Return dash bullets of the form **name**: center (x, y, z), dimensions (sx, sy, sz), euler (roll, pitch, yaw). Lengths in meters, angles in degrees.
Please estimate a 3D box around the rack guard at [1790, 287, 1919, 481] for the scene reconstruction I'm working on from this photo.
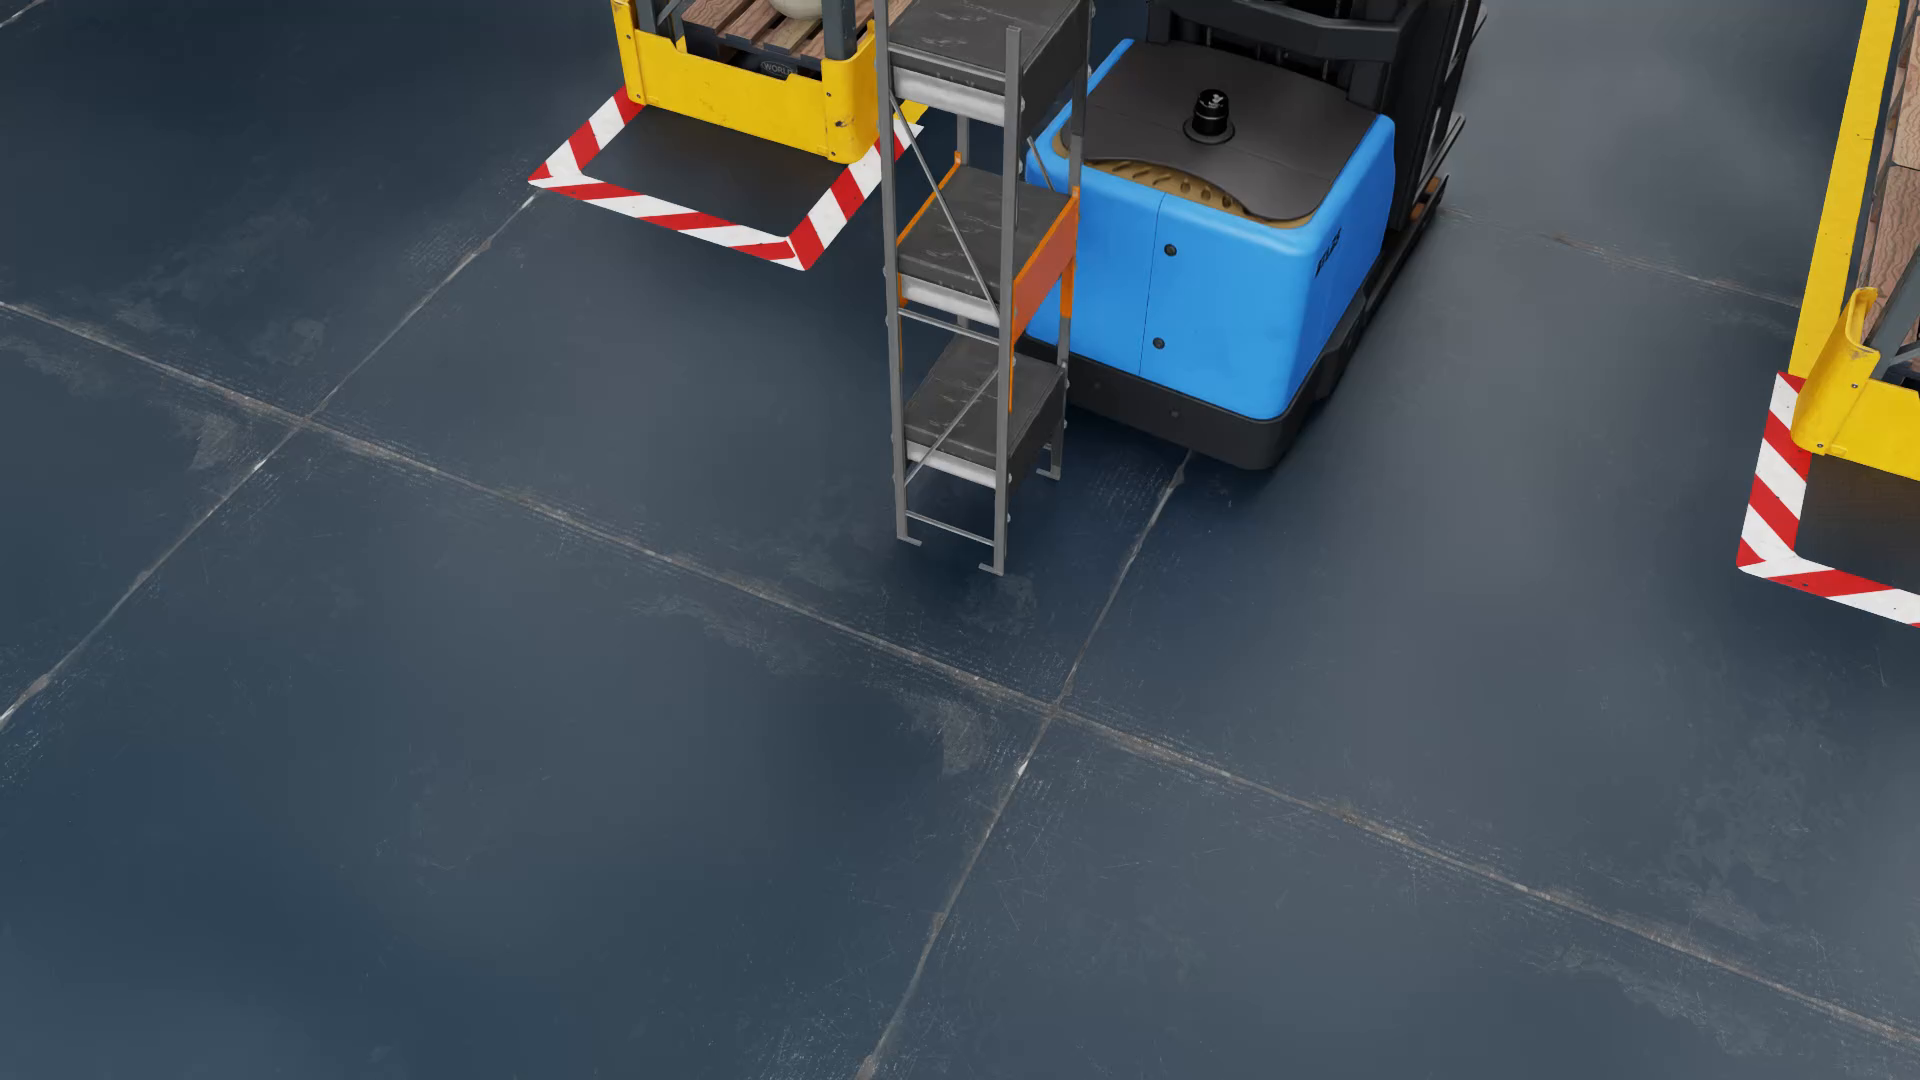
- **rack guard**: center (3.612, -0.437, 5.793), dimensions (1.175, 0.500, 0.348), euler (20, 52, 16)

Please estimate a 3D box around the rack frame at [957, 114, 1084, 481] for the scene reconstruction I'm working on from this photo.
- **rack frame**: center (0.175, -0.962, 5.190), dimensions (0.400, 2.100, 0.015), euler (20, 52, 16)

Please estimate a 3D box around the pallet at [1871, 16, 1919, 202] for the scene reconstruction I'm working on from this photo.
- **pallet**: center (4.514, -1.728, 7.082), dimensions (1.003, 0.211, 1.213), euler (20, 52, 16)

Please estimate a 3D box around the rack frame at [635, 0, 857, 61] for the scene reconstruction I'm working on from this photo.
- **rack frame**: center (-0.899, -2.806, 6.168), dimensions (1.000, 3.000, 0.127), euler (20, 52, 16)

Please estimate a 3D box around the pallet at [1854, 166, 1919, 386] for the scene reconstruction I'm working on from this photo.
- **pallet**: center (3.991, -0.891, 6.370), dimensions (1.003, 0.211, 1.213), euler (20, 52, 16)

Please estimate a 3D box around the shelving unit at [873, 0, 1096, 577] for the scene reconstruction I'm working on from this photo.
- **shelving unit**: center (0.071, -0.794, 5.047), dimensions (0.431, 2.100, 0.503), euler (20, 52, 16)

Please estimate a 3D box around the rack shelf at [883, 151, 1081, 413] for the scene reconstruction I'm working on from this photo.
- **rack shelf**: center (0.071, -0.786, 5.058), dimensions (0.431, 0.518, 0.480), euler (20, 52, 16)

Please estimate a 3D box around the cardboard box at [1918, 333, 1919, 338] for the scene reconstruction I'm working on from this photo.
- **cardboard box**: center (3.862, -0.945, 5.950), dimensions (0.500, 0.500, 0.500), euler (29, 55, 22)

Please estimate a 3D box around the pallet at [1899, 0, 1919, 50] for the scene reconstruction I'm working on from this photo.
- **pallet**: center (5.034, -2.571, 7.799), dimensions (1.003, 0.211, 1.213), euler (20, 52, 16)

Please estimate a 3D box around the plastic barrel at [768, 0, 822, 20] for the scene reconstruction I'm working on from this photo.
- **plastic barrel**: center (-0.686, -2.614, 7.363), dimensions (0.421, 0.512, 0.421), euler (0, 50, 0)

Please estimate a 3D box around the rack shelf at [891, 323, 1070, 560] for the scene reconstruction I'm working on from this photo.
- **rack shelf**: center (0.071, -0.332, 5.591), dimensions (0.431, 0.518, 0.480), euler (20, 52, 16)

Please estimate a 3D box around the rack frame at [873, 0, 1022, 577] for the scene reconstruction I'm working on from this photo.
- **rack frame**: center (-0.034, -0.626, 4.904), dimensions (0.400, 2.100, 0.015), euler (20, 52, 16)

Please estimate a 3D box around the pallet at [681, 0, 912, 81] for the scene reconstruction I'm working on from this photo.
- **pallet**: center (-0.557, -2.528, 7.762), dimensions (1.003, 0.211, 1.213), euler (20, 52, 16)

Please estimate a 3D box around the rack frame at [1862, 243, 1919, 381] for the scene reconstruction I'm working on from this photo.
- **rack frame**: center (3.580, -1.195, 4.797), dimensions (1.000, 3.000, 0.127), euler (20, 52, 16)

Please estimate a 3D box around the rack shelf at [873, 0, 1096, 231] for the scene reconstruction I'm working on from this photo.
- **rack shelf**: center (0.071, -1.239, 4.525), dimensions (0.431, 0.518, 0.480), euler (20, 52, 16)

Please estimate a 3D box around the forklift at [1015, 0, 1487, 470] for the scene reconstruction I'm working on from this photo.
- **forklift**: center (1.353, -2.322, 5.801), dimensions (1.130, 2.935, 3.031), euler (23, 53, 18)

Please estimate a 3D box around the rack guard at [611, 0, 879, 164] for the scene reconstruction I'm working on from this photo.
- **rack guard**: center (-0.909, -2.064, 7.178), dimensions (1.175, 0.500, 0.348), euler (20, 52, 16)
